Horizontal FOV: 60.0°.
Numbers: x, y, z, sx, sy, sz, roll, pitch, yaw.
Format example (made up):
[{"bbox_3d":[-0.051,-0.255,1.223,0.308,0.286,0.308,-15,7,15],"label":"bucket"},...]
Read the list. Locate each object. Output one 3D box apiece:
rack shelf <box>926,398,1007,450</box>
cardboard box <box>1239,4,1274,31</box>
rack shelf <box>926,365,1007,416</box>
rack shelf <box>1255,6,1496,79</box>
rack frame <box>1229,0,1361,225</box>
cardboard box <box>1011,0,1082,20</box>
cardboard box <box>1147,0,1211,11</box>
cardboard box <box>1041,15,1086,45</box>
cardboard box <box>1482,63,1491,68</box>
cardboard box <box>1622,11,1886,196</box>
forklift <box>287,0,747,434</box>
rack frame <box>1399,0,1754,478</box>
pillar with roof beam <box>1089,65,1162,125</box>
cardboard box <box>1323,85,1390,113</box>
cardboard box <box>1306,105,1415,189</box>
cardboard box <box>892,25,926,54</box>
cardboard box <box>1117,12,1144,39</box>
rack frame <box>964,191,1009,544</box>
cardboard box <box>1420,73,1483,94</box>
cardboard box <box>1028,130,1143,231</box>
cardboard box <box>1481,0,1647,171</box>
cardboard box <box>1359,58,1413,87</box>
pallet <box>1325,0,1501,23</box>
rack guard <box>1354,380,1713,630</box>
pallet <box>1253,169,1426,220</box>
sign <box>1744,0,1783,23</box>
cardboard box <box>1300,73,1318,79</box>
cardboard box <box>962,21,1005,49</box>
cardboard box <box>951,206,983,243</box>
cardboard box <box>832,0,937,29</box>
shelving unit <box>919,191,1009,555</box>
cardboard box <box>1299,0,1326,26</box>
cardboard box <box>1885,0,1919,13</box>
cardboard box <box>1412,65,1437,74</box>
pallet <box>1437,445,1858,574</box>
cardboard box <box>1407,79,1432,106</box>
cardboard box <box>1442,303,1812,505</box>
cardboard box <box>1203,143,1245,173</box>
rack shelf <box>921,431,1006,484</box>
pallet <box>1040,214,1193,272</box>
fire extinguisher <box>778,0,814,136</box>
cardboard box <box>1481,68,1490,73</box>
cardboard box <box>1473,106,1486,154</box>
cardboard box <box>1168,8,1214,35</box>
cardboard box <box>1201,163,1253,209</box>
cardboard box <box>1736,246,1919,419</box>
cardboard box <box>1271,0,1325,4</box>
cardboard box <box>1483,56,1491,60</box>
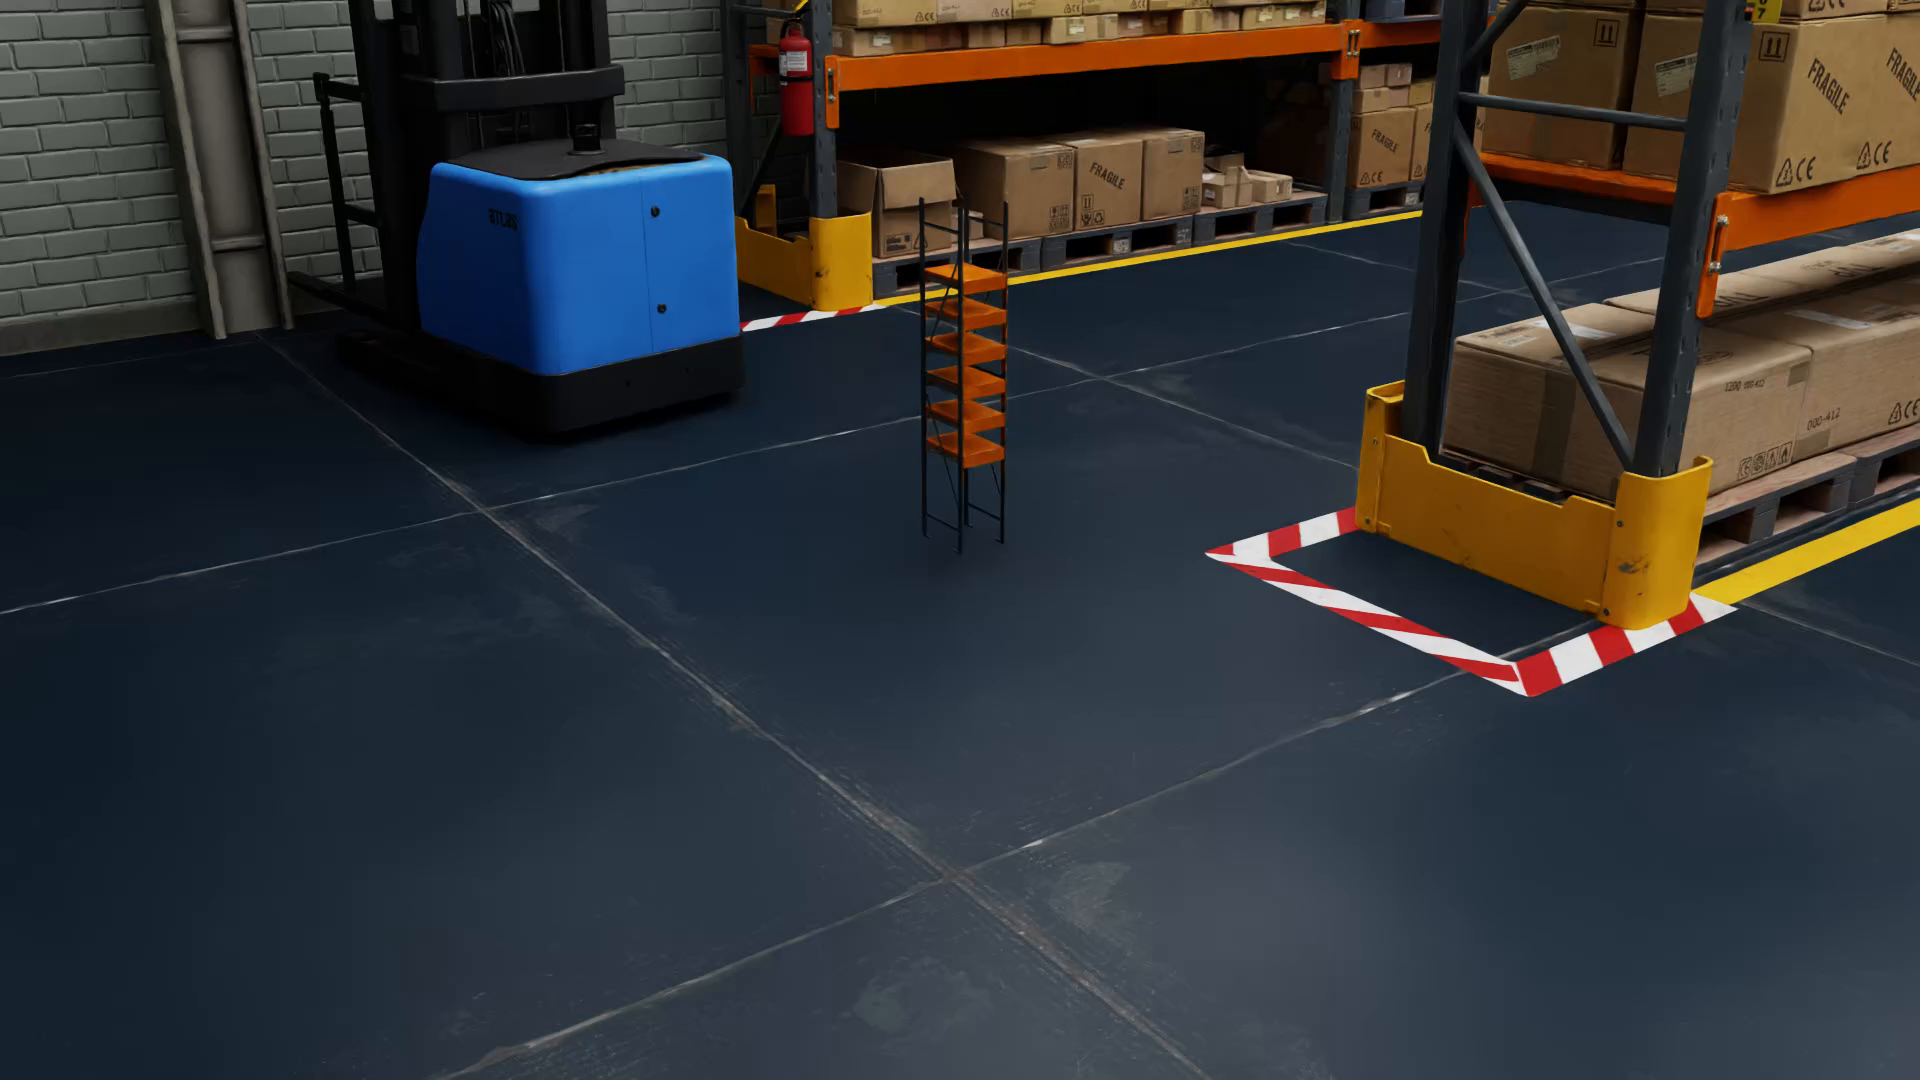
[{"bbox_3d":[0.012,-0.408,5.743,0.180,0.103,0.258,-15,26,-33],"label":"rack shelf"},{"bbox_3d":[1.744,-3.290,10.433,0.250,0.149,0.380,-14,26,-31],"label":"cardboard box"},{"bbox_3d":[0.012,-0.519,5.698,0.180,0.103,0.258,-15,26,-33],"label":"rack shelf"},{"bbox_3d":[3.874,-3.777,12.284,4.000,0.370,1.077,-15,26,-33],"label":"rack shelf"},{"bbox_3d":[2.251,-3.678,11.066,0.127,3.000,1.000,-15,26,-33],"label":"rack frame"},{"bbox_3d":[0.348,-3.118,9.463,0.500,0.250,0.500,-16,26,-34],"label":"cardboard box"},{"bbox_3d":[1.170,-3.346,10.035,0.500,0.250,0.500,-15,26,-33],"label":"cardboard box"},{"bbox_3d":[0.506,-2.948,9.576,0.250,0.149,0.380,-16,27,-34],"label":"cardboard box"},{"bbox_3d":[3.874,-3.564,12.711,0.250,0.149,0.380,-15,26,-33],"label":"cardboard box"},{"bbox_3d":[2.463,-1.384,5.182,0.500,0.500,0.500,-15,26,-33],"label":"cardboard box"},{"bbox_3d":[-2.343,-2.259,7.603,1.130,2.935,3.031,-20,29,-40],"label":"forklift"},{"bbox_3d":[1.906,-1.320,5.156,0.127,3.000,1.000,-15,26,-33],"label":"rack frame"},{"bbox_3d":[3.674,-5.290,7.010,0.400,9.000,9.100,-15,26,-33],"label":"pillar with roof beam"},{"bbox_3d":[2.698,-3.011,11.325,0.250,0.149,0.380,-14,25,-30],"label":"cardboard box"},{"bbox_3d":[2.775,-2.749,11.544,0.500,0.500,0.500,-14,25,-31],"label":"cardboard box"},{"bbox_3d":[-0.389,-2.753,9.087,0.250,0.149,0.380,-14,26,-32],"label":"cardboard box"},{"bbox_3d":[0.877,-3.088,9.926,0.250,0.149,0.380,-15,26,-33],"label":"cardboard box"},{"bbox_3d":[0.086,-0.580,5.731,0.006,1.200,0.240,-15,26,-33],"label":"rack frame"},{"bbox_3d":[3.518,-3.259,11.948,0.250,0.149,0.380,-15,26,-33],"label":"cardboard box"},{"bbox_3d":[0.760,-2.208,10.188,0.500,0.500,0.500,-14,26,-32],"label":"cardboard box"},{"bbox_3d":[2.143,-1.550,5.599,0.500,0.500,0.500,-15,26,-33],"label":"cardboard box"},{"bbox_3d":[2.880,-3.220,11.447,0.250,0.149,0.380,-16,27,-35],"label":"cardboard box"},{"bbox_3d":[2.963,-3.729,11.453,1.213,0.211,1.003,-15,26,-33],"label":"pallet"},{"bbox_3d":[1.886,-0.153,5.606,0.348,0.500,1.175,-15,26,-33],"label":"rack guard"},{"bbox_3d":[2.889,-2.570,12.053,1.213,0.211,1.003,-15,26,-33],"label":"pallet"},{"bbox_3d":[2.225,-1.590,4.559,0.005,0.325,0.100,-15,26,-33],"label":"sign"},{"bbox_3d":[2.592,-3.238,11.895,0.250,0.149,0.380,-15,26,-33],"label":"cardboard box"},{"bbox_3d":[0.045,-2.857,9.347,0.250,0.149,0.380,-14,26,-31],"label":"cardboard box"},{"bbox_3d":[-0.077,-1.867,9.808,0.250,0.149,0.380,-16,27,-35],"label":"cardboard box"},{"bbox_3d":[-0.470,-2.898,8.912,0.500,0.250,0.500,-15,26,-33],"label":"cardboard box"},{"bbox_3d":[0.012,-0.560,5.682,0.189,1.200,0.258,-15,26,-33],"label":"shelving unit"},{"bbox_3d":[2.140,-3.416,10.749,0.250,0.149,0.380,-15,26,-32],"label":"cardboard box"},{"bbox_3d":[2.877,-1.963,5.283,0.500,0.500,0.500,-16,27,-34],"label":"cardboard box"},{"bbox_3d":[3.407,-3.473,12.483,0.250,0.149,0.380,-14,26,-32],"label":"cardboard box"},{"bbox_3d":[2.509,-0.221,6.166,1.213,0.211,1.003,-15,26,-33],"label":"pallet"},{"bbox_3d":[3.079,-3.153,11.682,0.250,0.149,0.380,-17,27,-36],"label":"cardboard box"},{"bbox_3d":[2.383,-0.498,5.987,0.875,0.438,0.875,-16,27,-35],"label":"cardboard box"},{"bbox_3d":[1.577,-2.552,11.306,0.500,0.311,0.500,-14,26,-31],"label":"cardboard box"},{"bbox_3d":[0.012,-0.296,5.787,0.180,0.103,0.258,-15,26,-33],"label":"rack shelf"},{"bbox_3d":[0.702,-1.969,10.546,1.213,0.211,1.003,-15,26,-33],"label":"pallet"},{"bbox_3d":[-0.845,-2.432,8.552,0.183,0.674,0.296,-15,26,-33],"label":"fire extinguisher"},{"bbox_3d":[3.923,-3.380,12.249,0.250,0.149,0.380,-15,26,-33],"label":"cardboard box"},{"bbox_3d":[3.609,-2.974,12.108,0.500,0.500,0.500,-16,27,-34],"label":"cardboard box"},{"bbox_3d":[1.324,-3.177,10.151,0.250,0.149,0.380,-15,26,-34],"label":"cardboard box"},{"bbox_3d":[1.680,-2.317,10.778,0.258,0.266,0.396,-14,26,-31],"label":"cardboard box"},{"bbox_3d":[3.854,-0.893,6.977,0.875,0.438,0.875,-16,27,-34],"label":"cardboard box"},{"bbox_3d":[1.980,-3.563,10.579,0.500,0.250,0.500,-14,26,-32],"label":"cardboard box"},{"bbox_3d":[4.231,-3.702,13.057,0.250,0.149,0.380,-16,27,-35],"label":"cardboard box"}]
